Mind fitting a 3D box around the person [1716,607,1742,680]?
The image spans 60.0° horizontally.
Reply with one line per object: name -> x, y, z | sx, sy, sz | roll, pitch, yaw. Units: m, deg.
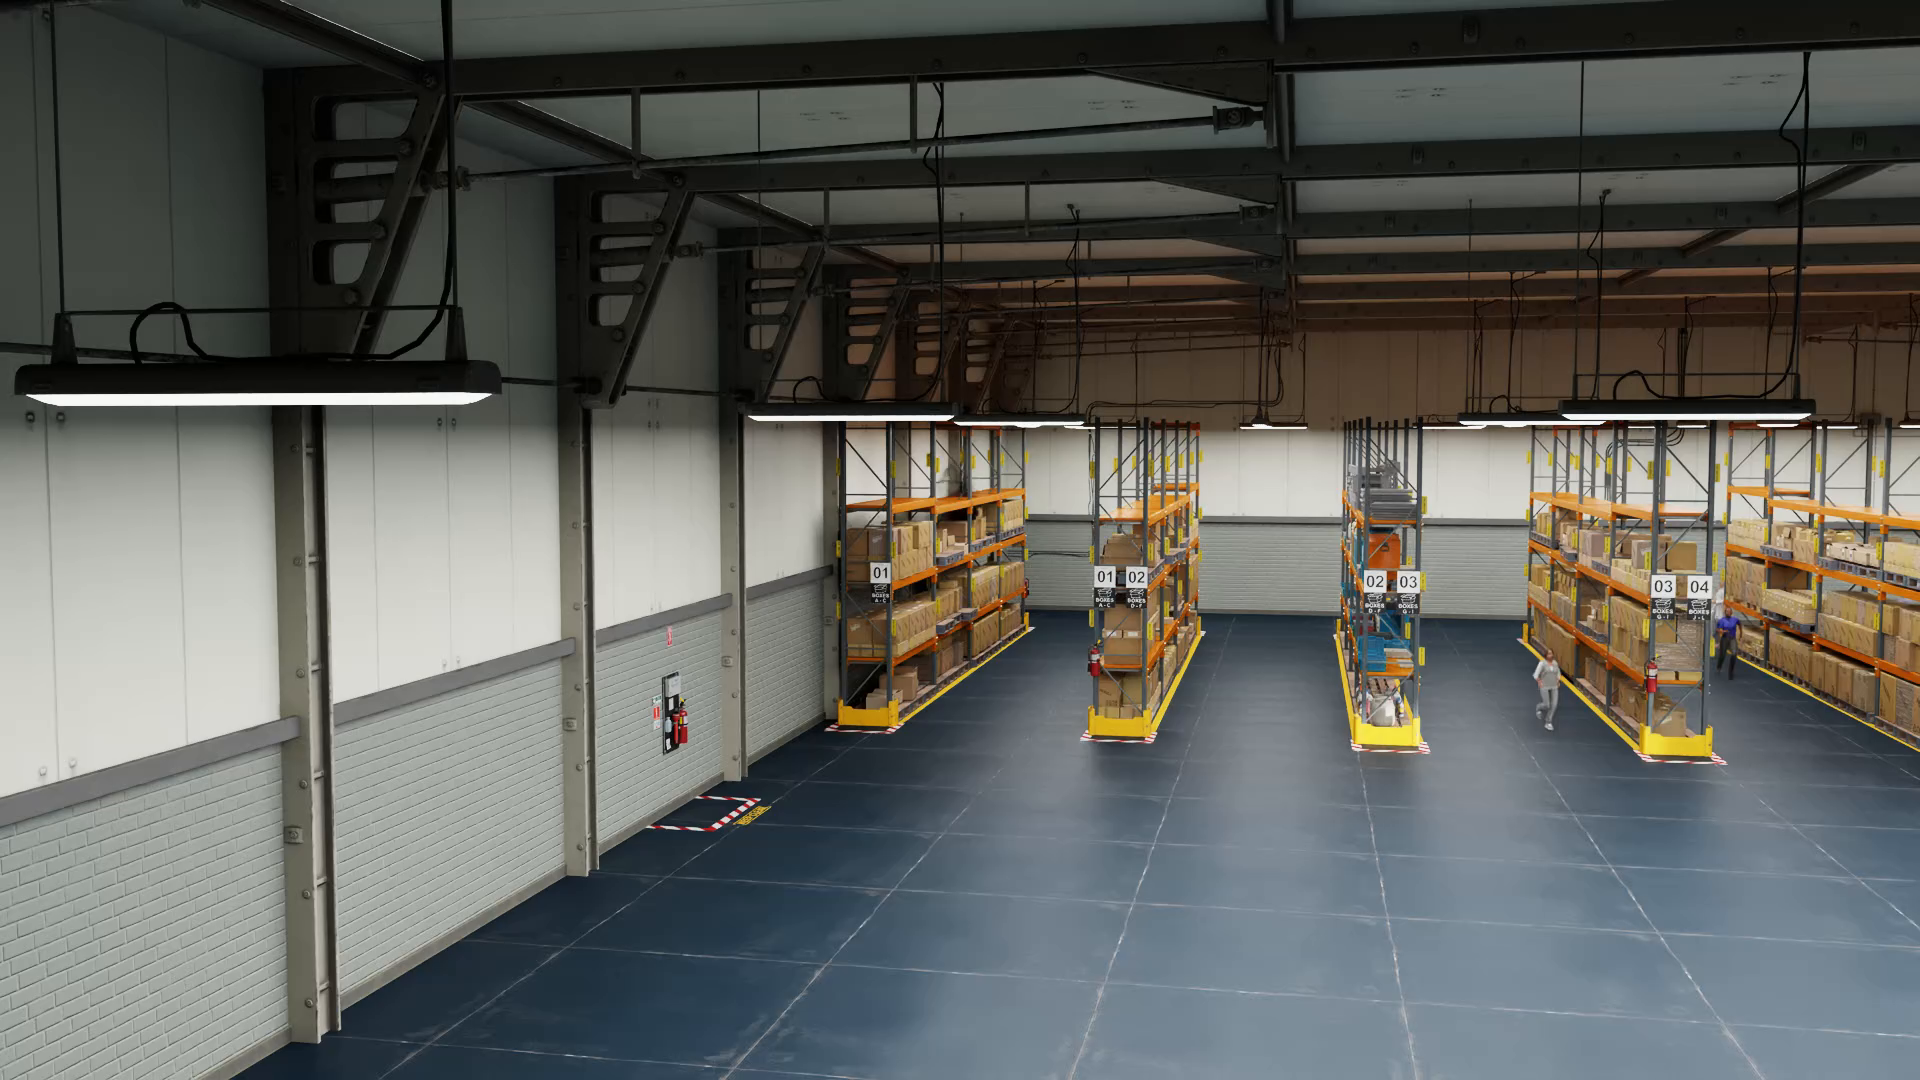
person -> 17.891, 2.393, 38.699 | 0.586, 1.690, 0.878 | 1, 4, 16

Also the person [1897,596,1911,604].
person -> 25.257, 2.036, 44.585 | 0.535, 1.603, 0.638 | 1, 4, 13

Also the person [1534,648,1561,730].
person -> 11.366, 2.866, 32.159 | 0.537, 1.561, 0.589 | 0, 4, -3

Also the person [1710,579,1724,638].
person -> 20.668, 1.918, 45.124 | 0.914, 1.795, 0.701 | -1, 4, -9
